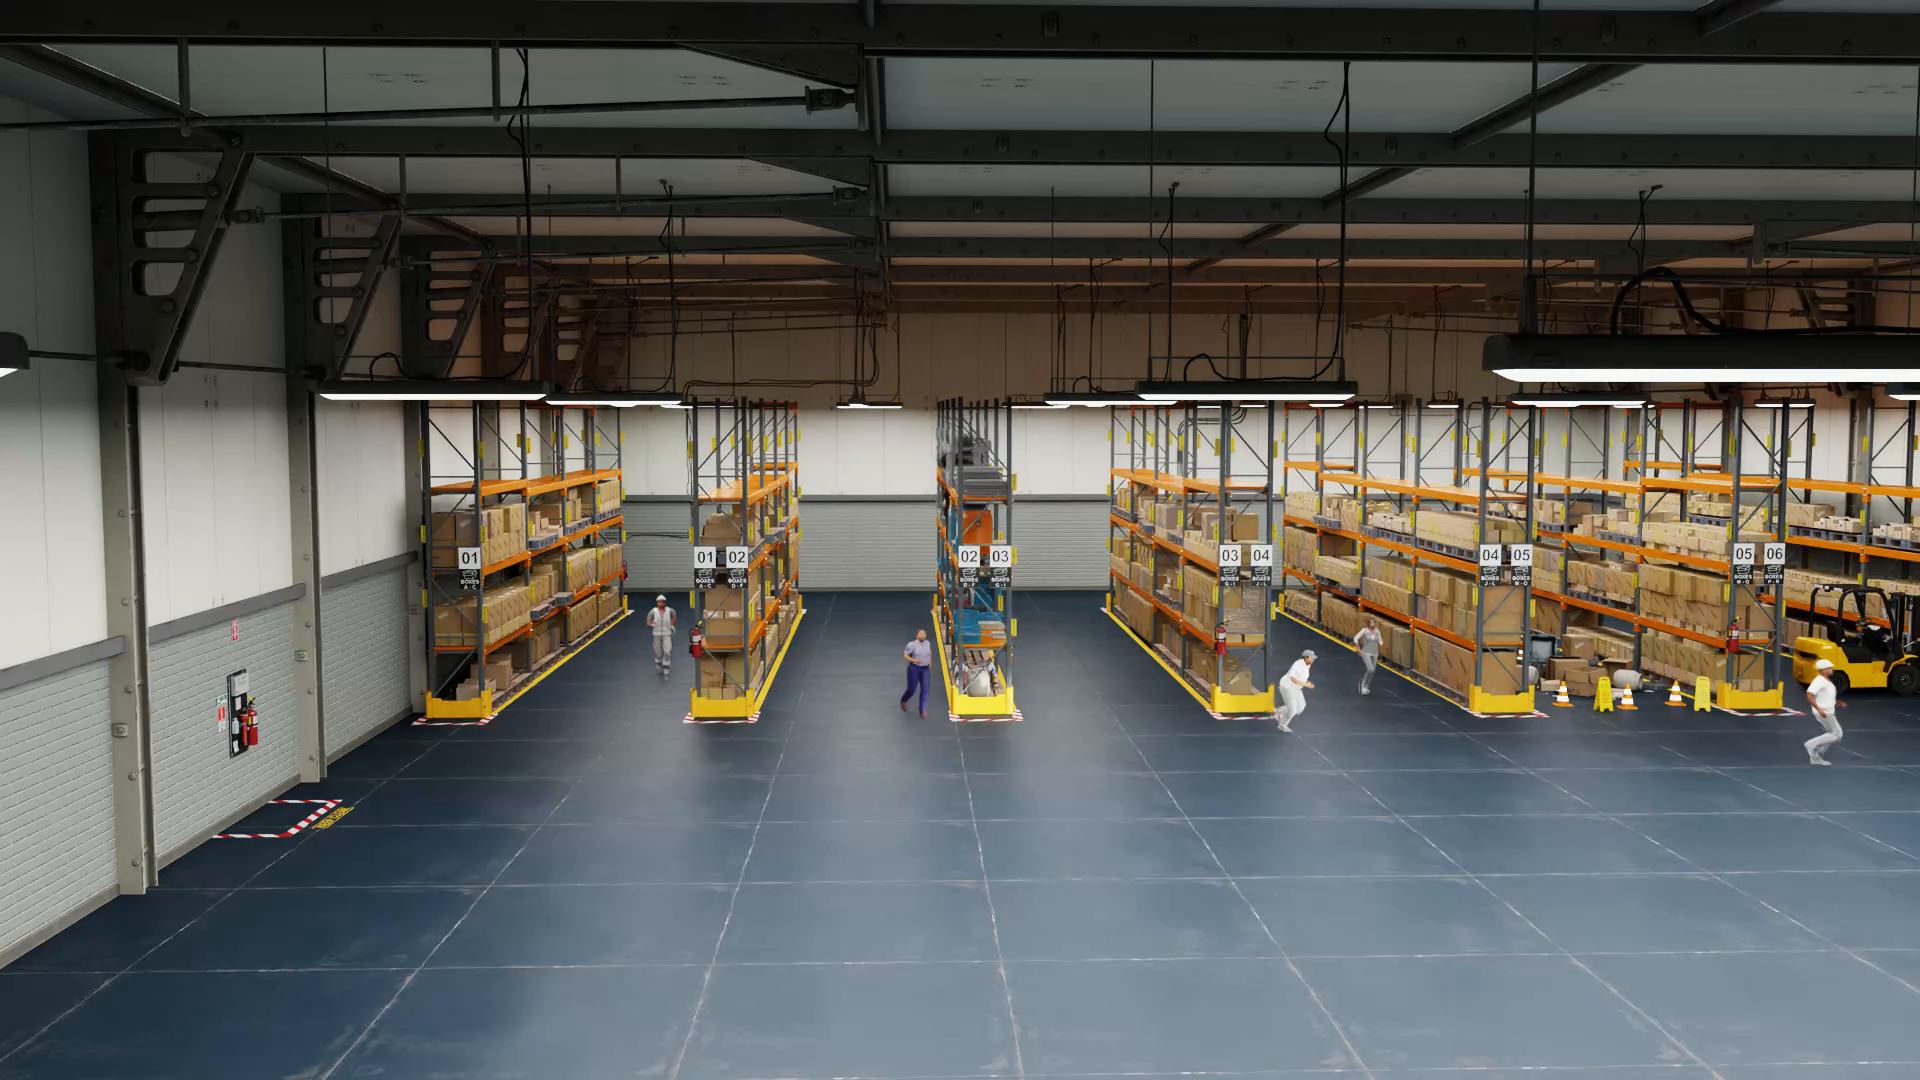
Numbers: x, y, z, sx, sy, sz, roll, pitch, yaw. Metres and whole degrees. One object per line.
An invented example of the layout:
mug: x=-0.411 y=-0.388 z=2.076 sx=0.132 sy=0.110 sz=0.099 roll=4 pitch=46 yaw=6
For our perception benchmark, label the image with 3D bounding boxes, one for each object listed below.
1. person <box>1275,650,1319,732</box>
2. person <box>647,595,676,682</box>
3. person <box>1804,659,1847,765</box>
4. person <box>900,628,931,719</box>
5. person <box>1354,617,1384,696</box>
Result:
person: x=6.036 y=2.690 z=29.782 sx=0.813 sy=1.513 sz=0.628 roll=3 pitch=6 yaw=37
person: x=-6.396 y=2.075 z=35.627 sx=0.613 sy=1.823 sz=0.894 roll=-1 pitch=4 yaw=-10
person: x=13.988 y=2.787 z=26.858 sx=0.576 sy=1.720 sz=0.698 roll=3 pitch=5 yaw=34
person: x=-0.779 y=2.487 z=31.333 sx=0.632 sy=1.664 sz=0.864 roll=-2 pitch=5 yaw=-26
person: x=8.269 y=2.343 z=33.491 sx=0.534 sy=1.591 sz=0.658 roll=-1 pitch=5 yaw=-15
